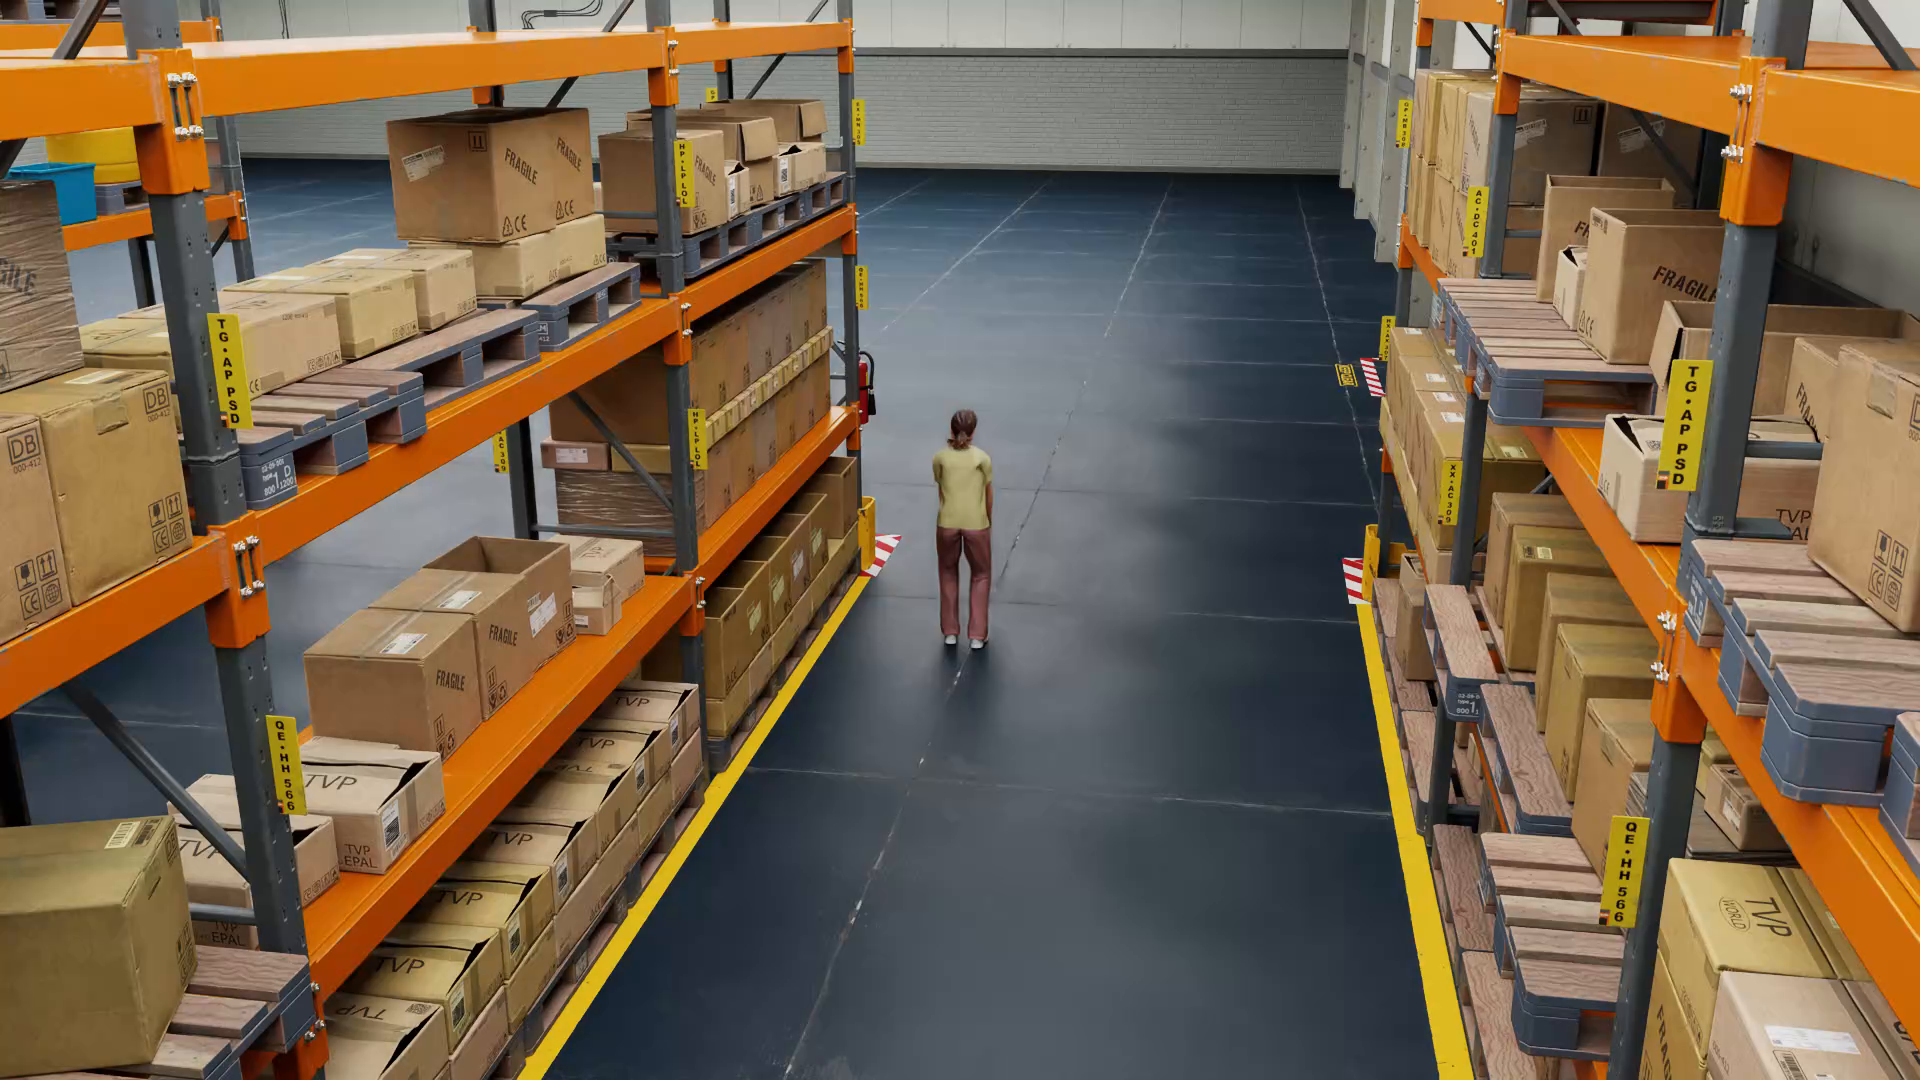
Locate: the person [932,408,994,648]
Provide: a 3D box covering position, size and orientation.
[{"bbox_3d":[0.023,-0.097,11.401,0.409,1.654,0.521,2,18,8],"label":"person"}]
